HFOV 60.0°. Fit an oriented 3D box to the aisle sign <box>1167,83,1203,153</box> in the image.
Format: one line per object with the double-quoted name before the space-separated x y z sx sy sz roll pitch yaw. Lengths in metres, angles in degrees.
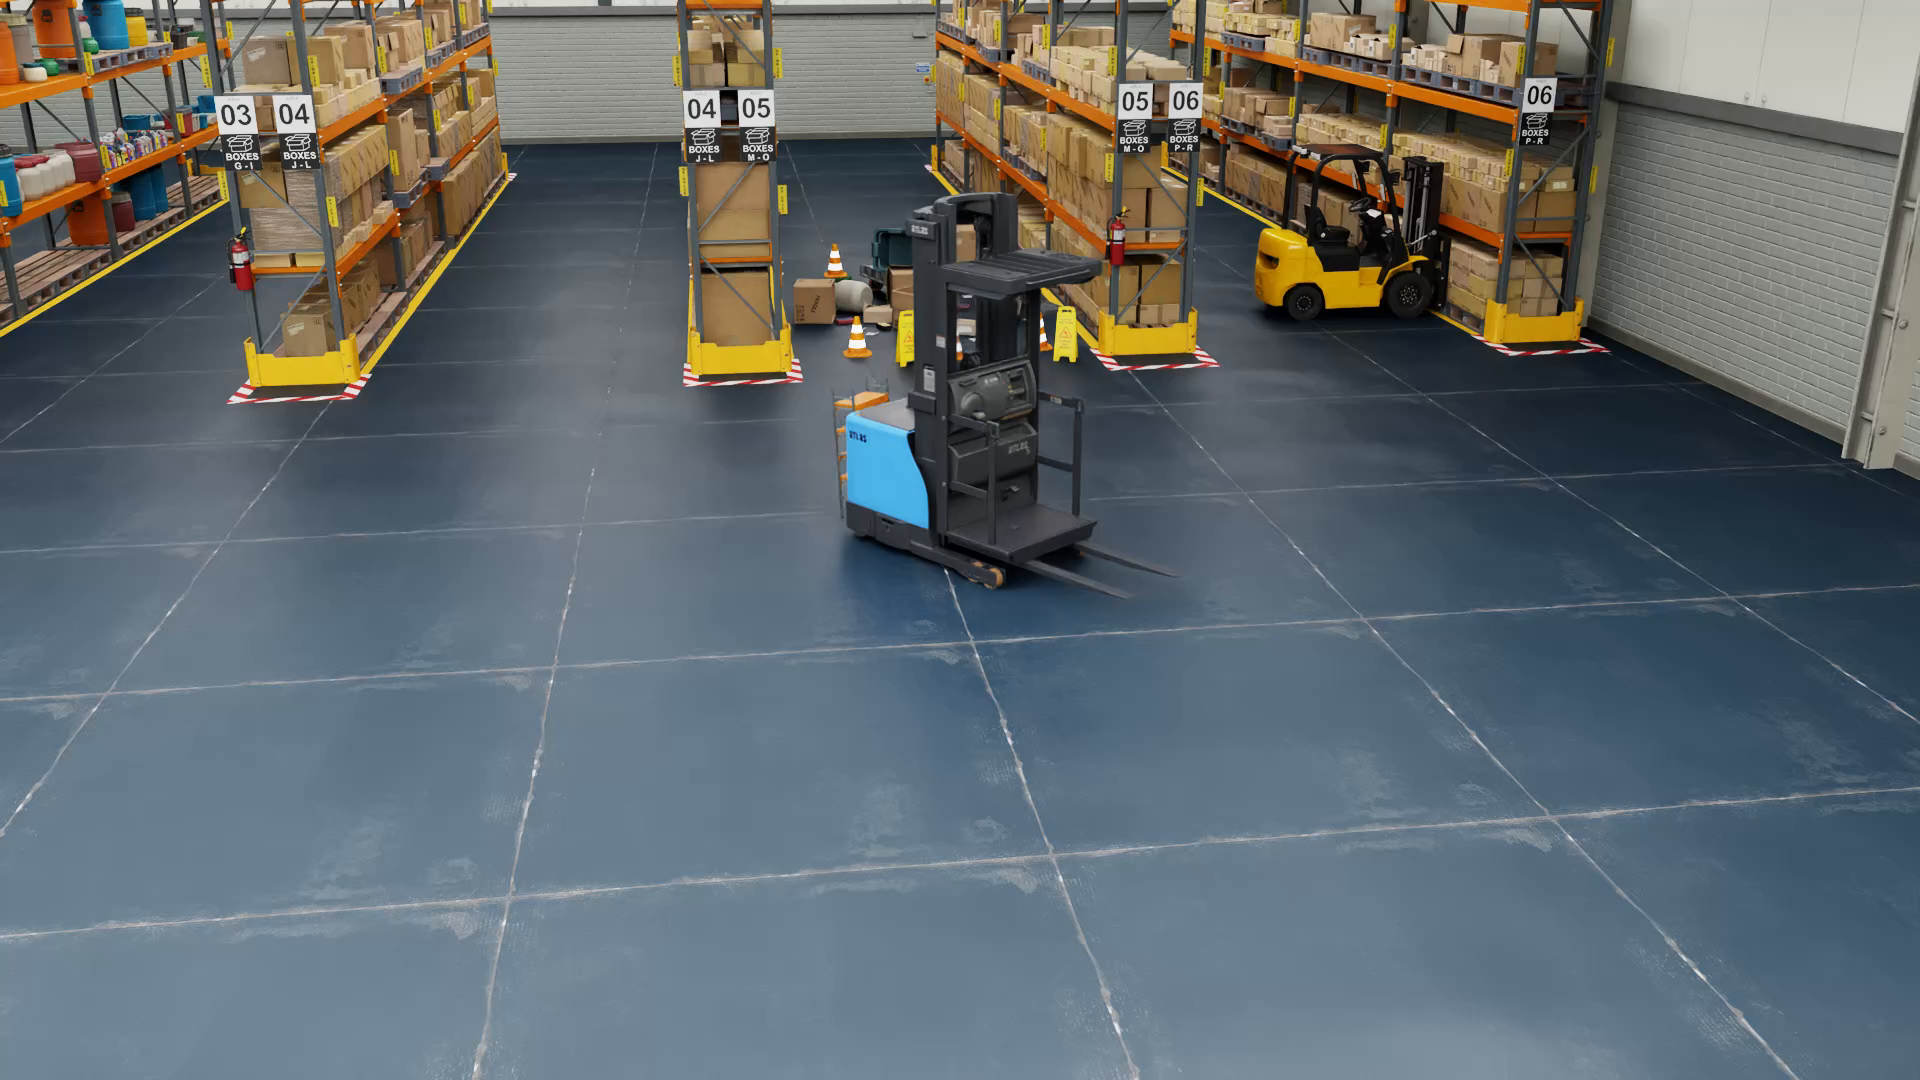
"aisle sign" 2.622 -4.917 19.378 0.394 0.787 0.004 -3 21 -8

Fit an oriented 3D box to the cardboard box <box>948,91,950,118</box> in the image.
"cardboard box" 0.030 -8.588 32.779 0.500 0.500 0.500 -2 21 -6

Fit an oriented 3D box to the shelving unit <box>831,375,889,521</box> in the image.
"shelving unit" -0.843 -0.799 14.619 0.258 1.200 0.503 10 22 33

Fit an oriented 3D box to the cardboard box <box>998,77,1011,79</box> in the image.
"cardboard box" 0.972 -8.054 29.922 0.500 0.500 0.500 -3 21 -7

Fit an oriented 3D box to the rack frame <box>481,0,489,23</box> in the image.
"rack frame" -9.806 -11.555 32.293 1.000 3.000 0.127 -3 21 -8

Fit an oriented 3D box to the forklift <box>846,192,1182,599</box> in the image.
"forklift" 0.417 -1.186 13.203 1.130 2.935 3.031 -19 28 -41

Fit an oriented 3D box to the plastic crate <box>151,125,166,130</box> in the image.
"plastic crate" -14.558 -7.383 30.005 0.437 0.125 0.590 -3 21 -8

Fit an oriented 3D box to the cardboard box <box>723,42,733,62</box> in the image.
"cardboard box" -2.829 -6.366 21.732 0.500 0.250 0.500 -3 21 -8

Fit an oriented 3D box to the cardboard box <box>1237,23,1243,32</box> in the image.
"cardboard box" 5.226 -9.253 30.032 0.380 0.149 0.250 -3 21 -7

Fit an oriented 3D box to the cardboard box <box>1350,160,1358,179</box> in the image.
"cardboard box" 6.232 -5.606 25.154 0.500 0.250 0.500 -3 21 -8

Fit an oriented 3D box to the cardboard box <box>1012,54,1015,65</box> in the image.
"cardboard box" 1.031 -7.645 26.469 0.380 0.149 0.250 -3 21 -8

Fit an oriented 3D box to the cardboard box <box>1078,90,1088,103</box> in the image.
"cardboard box" 1.713 -5.631 21.079 0.380 0.149 0.250 -3 21 -8

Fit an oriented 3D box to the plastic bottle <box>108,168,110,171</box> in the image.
"plastic bottle" -13.286 -5.873 25.836 0.097 0.271 0.097 0 20 0

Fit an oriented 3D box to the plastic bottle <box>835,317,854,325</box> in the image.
"plastic bottle" -1.486 -2.877 21.832 0.283 0.061 0.133 -11 23 -26

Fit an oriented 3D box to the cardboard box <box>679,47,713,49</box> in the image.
"cardboard box" -2.996 -5.511 18.873 0.380 0.149 0.250 -3 21 -7

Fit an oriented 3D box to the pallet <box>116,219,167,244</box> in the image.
"pallet" -13.882 -5.111 27.599 1.003 0.211 1.213 -3 21 -8

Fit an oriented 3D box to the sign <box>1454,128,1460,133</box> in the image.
"sign" 7.190 -5.813 24.142 0.100 0.325 0.005 -3 21 -8

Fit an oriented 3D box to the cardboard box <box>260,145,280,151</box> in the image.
"cardboard box" -7.971 -4.384 19.669 0.500 0.500 0.500 -3 21 -8

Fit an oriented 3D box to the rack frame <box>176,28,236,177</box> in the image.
"rack frame" -14.707 -8.495 32.674 1.000 3.000 0.127 -3 21 -8

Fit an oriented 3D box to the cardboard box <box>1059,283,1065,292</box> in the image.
"cardboard box" 1.636 -3.596 22.888 0.500 0.250 0.500 -2 21 -5

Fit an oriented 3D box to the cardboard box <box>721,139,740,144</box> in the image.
"cardboard box" -2.914 -4.690 20.729 0.875 0.550 0.500 -3 21 -8

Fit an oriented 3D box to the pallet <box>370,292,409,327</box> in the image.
"pallet" -7.945 -3.053 22.089 1.003 0.211 1.213 -3 21 -8

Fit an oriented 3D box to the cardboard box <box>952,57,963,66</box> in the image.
"cardboard box" 0.046 -9.300 32.329 0.380 0.149 0.250 -3 21 -8

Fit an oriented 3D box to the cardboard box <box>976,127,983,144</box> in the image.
"cardboard box" 0.576 -7.093 29.134 0.500 0.250 0.500 -3 21 -9

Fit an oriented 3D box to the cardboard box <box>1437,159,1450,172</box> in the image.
"cardboard box" 6.630 -5.032 22.333 0.380 0.149 0.250 -3 21 -9

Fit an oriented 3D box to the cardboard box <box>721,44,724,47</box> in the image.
"cardboard box" -3.549 -6.800 23.320 0.500 0.250 0.500 -3 21 -8

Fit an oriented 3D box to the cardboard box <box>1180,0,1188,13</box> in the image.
"cardboard box" 4.782 -10.861 33.797 0.500 0.250 0.500 -3 21 -8

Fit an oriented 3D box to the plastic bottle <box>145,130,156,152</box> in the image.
"plastic bottle" -13.648 -6.721 27.995 0.144 0.351 0.185 -3 21 -8

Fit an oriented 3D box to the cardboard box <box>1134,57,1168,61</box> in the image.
"cardboard box" 2.381 -5.942 20.770 0.380 0.149 0.250 -2 21 -6

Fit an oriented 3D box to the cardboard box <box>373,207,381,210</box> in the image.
"cardboard box" -7.751 -4.236 21.630 0.380 0.149 0.250 -3 21 -8

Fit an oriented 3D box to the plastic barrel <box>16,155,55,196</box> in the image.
"plastic barrel" -13.067 -5.150 23.524 0.433 0.535 0.433 0 20 0

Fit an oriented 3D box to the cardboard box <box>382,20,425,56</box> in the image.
"cardboard box" -8.337 -7.509 24.888 0.500 0.500 0.500 -2 21 -6

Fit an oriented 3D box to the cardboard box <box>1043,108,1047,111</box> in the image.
"cardboard box" 1.580 -6.536 26.260 0.500 0.500 0.500 -3 21 -9

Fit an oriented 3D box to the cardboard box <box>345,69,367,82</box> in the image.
"cardboard box" -7.674 -5.834 20.907 0.380 0.149 0.250 -4 21 -10

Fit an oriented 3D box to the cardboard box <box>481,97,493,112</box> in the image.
"cardboard box" -9.401 -8.484 32.433 0.500 0.250 0.500 -3 21 -9

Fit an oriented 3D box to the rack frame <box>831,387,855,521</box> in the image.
"rack frame" -0.979 -0.728 14.430 0.240 1.200 0.015 10 22 33

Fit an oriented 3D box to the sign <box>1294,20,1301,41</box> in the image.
"sign" 5.528 -8.347 27.252 0.100 0.325 0.005 -3 21 -8

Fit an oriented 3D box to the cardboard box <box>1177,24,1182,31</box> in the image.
"cardboard box" 4.727 -10.662 34.547 0.380 0.149 0.250 -2 21 -7

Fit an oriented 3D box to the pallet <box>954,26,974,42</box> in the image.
"pallet" 0.469 -9.507 31.224 1.003 0.211 1.213 -3 21 -8

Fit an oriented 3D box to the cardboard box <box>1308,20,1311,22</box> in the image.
"cardboard box" 6.155 -8.794 28.407 0.380 0.149 0.250 -2 21 -6

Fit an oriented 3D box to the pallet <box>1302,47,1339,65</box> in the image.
"pallet" 6.251 -7.813 26.830 1.213 0.211 1.003 -2 21 -5

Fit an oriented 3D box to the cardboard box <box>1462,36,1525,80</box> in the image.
"cardboard box" 6.864 -6.153 21.230 0.700 0.500 0.500 -3 21 -7

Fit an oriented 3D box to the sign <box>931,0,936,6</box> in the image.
"sign" -0.550 -11.071 33.920 0.100 0.325 0.005 -3 21 -8

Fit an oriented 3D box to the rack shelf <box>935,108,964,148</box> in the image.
"rack shelf" 0.289 -8.215 32.953 1.077 0.370 4.000 -3 21 -8

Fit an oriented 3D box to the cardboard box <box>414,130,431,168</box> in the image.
"cardboard box" -8.356 -5.845 24.837 0.700 0.500 0.500 0 20 0

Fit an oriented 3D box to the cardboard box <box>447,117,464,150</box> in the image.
"cardboard box" -8.745 -6.906 28.278 0.500 0.500 0.500 -3 21 -8

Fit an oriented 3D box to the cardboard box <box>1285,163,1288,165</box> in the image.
"cardboard box" 6.059 -6.697 29.906 0.380 0.149 0.250 -3 21 -7

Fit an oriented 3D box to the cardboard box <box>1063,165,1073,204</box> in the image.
"cardboard box" 1.673 -4.763 22.112 0.500 0.500 0.500 -3 21 -8

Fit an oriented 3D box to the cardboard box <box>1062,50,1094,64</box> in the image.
"cardboard box" 1.560 -6.353 21.870 0.380 0.149 0.250 -3 21 -8

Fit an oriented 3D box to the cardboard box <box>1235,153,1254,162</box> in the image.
"cardboard box" 5.393 -7.211 31.282 0.380 0.149 0.250 -3 21 -9

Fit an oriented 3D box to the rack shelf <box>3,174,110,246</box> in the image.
"rack shelf" -13.266 -4.696 23.530 1.077 0.370 4.000 -3 21 -8

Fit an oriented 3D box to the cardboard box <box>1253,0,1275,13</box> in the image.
"cardboard box" 5.600 -9.873 30.676 0.396 0.266 0.258 -3 21 -9

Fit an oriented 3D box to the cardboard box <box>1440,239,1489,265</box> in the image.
"cardboard box" 6.681 -3.828 22.079 0.500 0.250 0.500 -3 21 -7

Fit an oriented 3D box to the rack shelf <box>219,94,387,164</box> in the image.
"rack shelf" -7.788 -4.966 19.966 1.077 0.370 4.000 -3 21 -8

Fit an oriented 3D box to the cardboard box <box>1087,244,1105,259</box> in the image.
"cardboard box" 1.814 -3.657 21.050 0.380 0.149 0.250 -2 21 -6

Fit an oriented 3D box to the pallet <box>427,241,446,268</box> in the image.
"pallet" -8.542 -4.398 25.690 1.003 0.211 1.213 -3 21 -8

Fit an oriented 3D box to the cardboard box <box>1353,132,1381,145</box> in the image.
"cardboard box" 6.165 -6.060 25.083 0.380 0.149 0.250 -4 21 -9

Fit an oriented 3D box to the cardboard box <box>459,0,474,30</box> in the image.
"cardboard box" -9.410 -9.698 30.722 0.700 0.500 0.500 -2 21 -5

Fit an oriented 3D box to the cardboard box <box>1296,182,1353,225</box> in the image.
"cardboard box" 6.141 -5.594 27.701 0.875 0.625 0.625 -2 21 -6

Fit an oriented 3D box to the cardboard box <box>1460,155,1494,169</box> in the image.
"cardboard box" 6.717 -4.908 21.574 0.380 0.149 0.250 -2 21 -6
